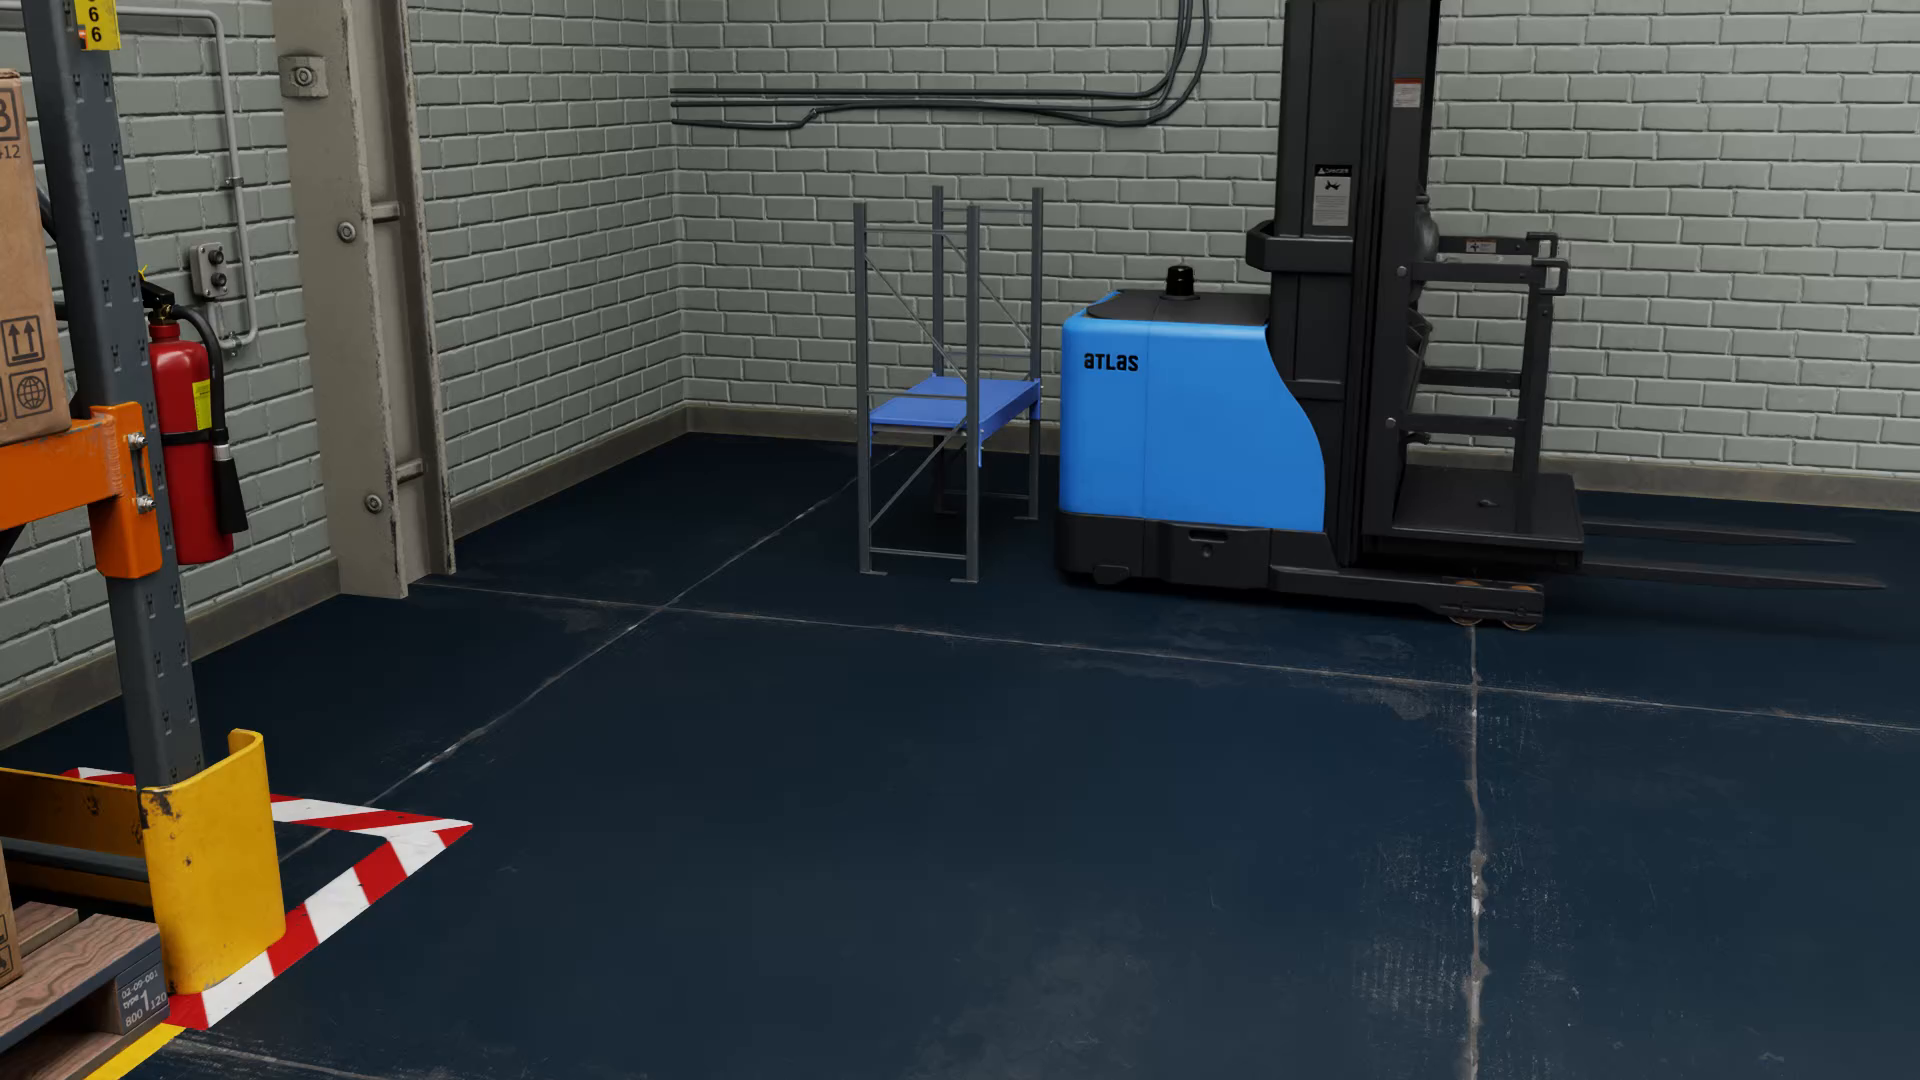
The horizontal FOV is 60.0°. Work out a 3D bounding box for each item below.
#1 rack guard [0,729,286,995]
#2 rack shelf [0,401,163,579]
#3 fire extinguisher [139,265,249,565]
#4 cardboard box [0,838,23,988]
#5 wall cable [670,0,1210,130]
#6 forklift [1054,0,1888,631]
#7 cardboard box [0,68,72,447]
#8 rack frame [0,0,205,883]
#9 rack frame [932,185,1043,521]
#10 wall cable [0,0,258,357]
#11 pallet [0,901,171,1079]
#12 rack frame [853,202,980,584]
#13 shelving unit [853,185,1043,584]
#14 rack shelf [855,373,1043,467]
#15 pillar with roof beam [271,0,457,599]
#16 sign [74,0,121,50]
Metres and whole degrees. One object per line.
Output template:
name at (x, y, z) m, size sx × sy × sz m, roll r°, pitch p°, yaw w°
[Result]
rack guard at (-2.214, 0.695, 3.964) m, size 1.175 × 0.500 × 0.348 m, roll 5°, pitch 16°, yaw 16°
rack shelf at (-2.789, 0.368, 1.854) m, size 1.077 × 0.370 × 4.000 m, roll 5°, pitch 16°, yaw 16°
fire extinguisher at (-1.735, -0.289, 3.675) m, size 0.296 × 0.674 × 0.183 m, roll 5°, pitch 16°, yaw 16°
cardboard box at (-2.324, 0.690, 3.212) m, size 0.700 × 0.500 × 0.500 m, roll 5°, pitch 16°, yaw 16°
wall cable at (-0.271, -3.346, 8.325) m, size 3.097 × 2.526 × 0.112 m, roll 5°, pitch 16°, yaw 16°
forklift at (1.956, -1.237, 6.319) m, size 3.031 × 2.935 × 1.130 m, roll 5°, pitch 17°, yaw 16°
cardboard box at (-2.356, -0.512, 3.087) m, size 0.980 × 0.700 × 0.700 m, roll 5°, pitch 17°, yaw 18°
rack frame at (-2.221, -0.502, 3.601) m, size 1.000 × 3.000 × 0.127 m, roll 5°, pitch 16°, yaw 16°
rack frame at (0.120, -0.832, 7.515) m, size 0.500 × 1.500 × 0.032 m, roll 5°, pitch 16°, yaw 16°
wall cable at (-2.764, -1.399, 4.902) m, size 0.084 × 1.984 × 1.851 m, roll 5°, pitch 16°, yaw 16°
pallet at (-2.373, 1.055, 3.223) m, size 1.003 × 0.211 × 1.213 m, roll 5°, pitch 16°, yaw 16°
rack frame at (-0.169, -0.566, 6.577) m, size 0.500 × 1.500 × 0.032 m, roll 5°, pitch 16°, yaw 16°
shelving unit at (-0.024, -0.699, 7.046) m, size 0.538 × 1.500 × 1.048 m, roll 5°, pitch 16°, yaw 16°
rack shelf at (-0.024, -0.526, 7.095) m, size 0.538 × 0.185 × 1.000 m, roll 5°, pitch 16°, yaw 16°
pillar with roof beam at (1.845, -3.827, 4.332) m, size 9.100 × 9.000 × 0.400 m, roll 5°, pitch 16°, yaw 16°
sign at (-1.704, -1.127, 3.249) m, size 0.100 × 0.325 × 0.005 m, roll 5°, pitch 16°, yaw 16°
